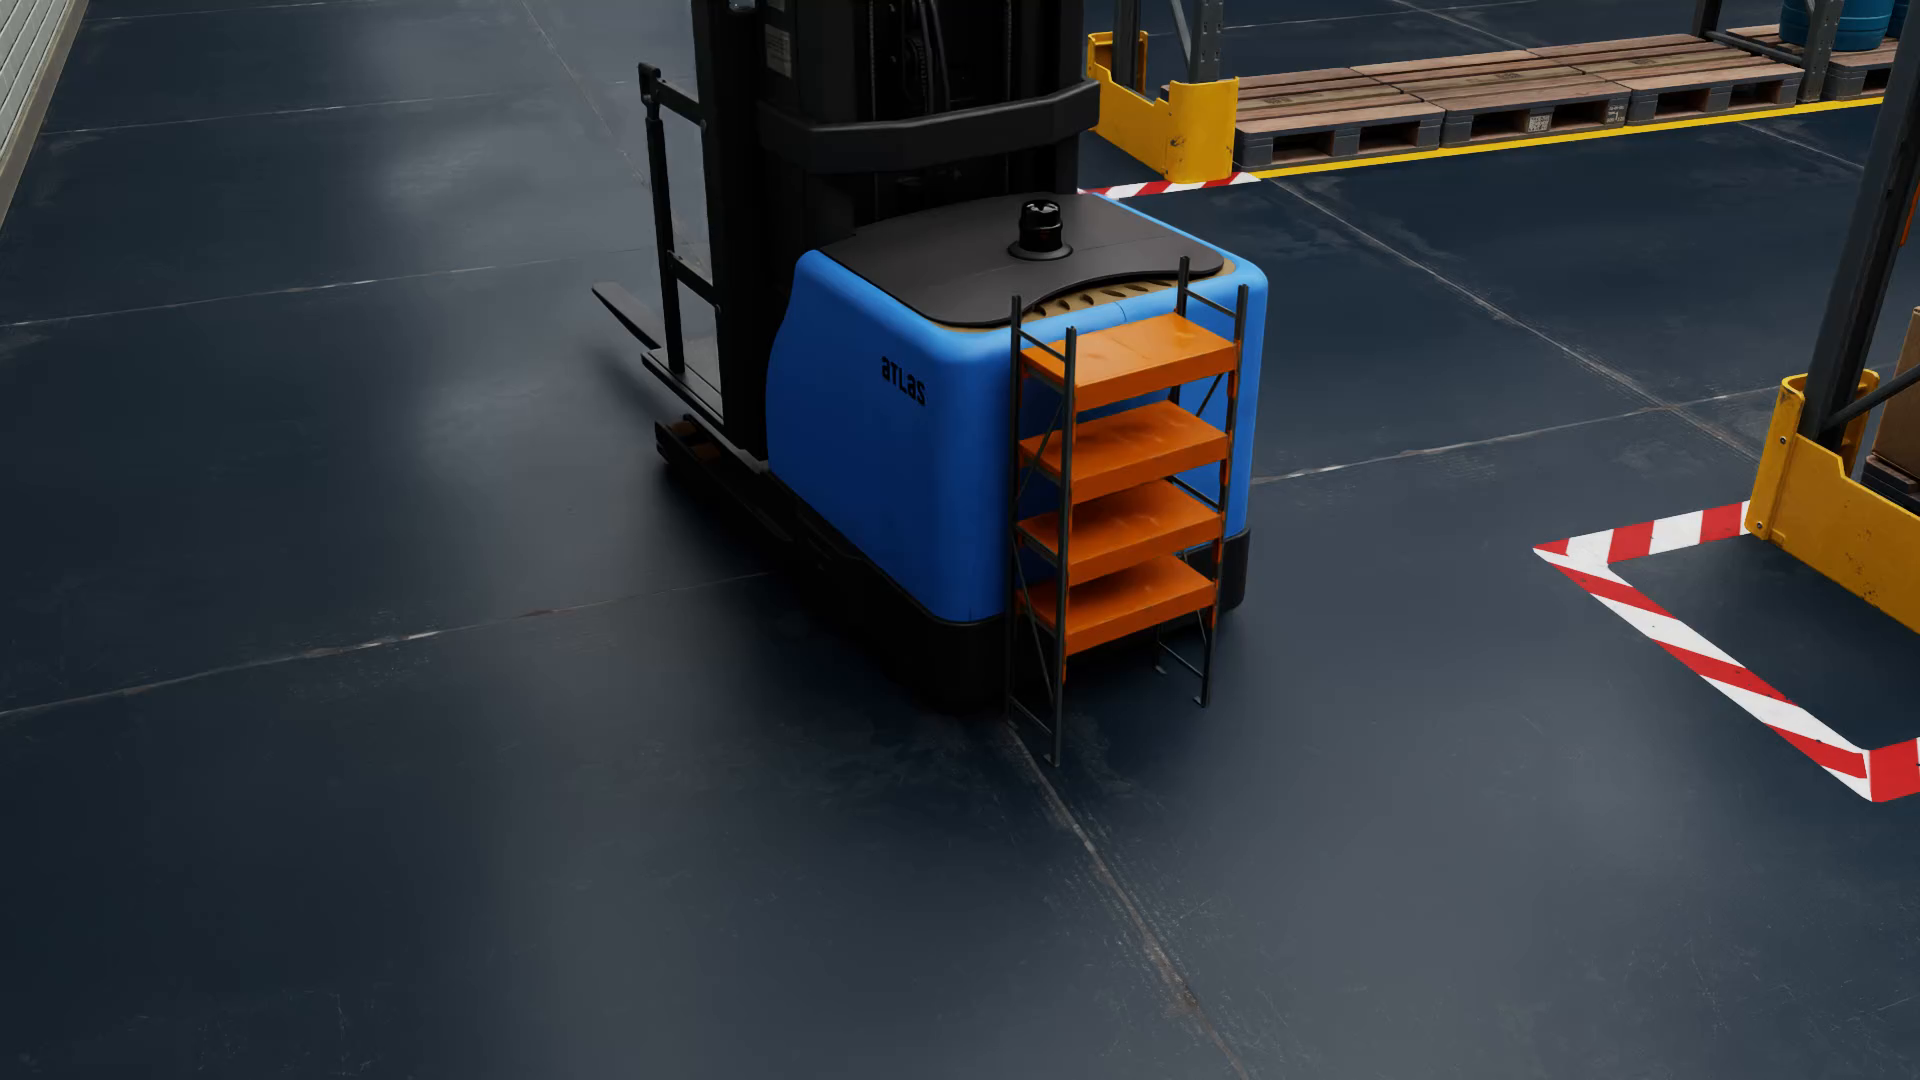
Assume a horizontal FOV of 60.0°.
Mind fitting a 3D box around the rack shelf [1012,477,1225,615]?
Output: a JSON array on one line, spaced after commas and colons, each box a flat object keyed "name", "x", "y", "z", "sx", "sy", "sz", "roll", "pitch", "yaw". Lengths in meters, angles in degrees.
[{"name": "rack shelf", "x": 0.393, "y": 0.003, "z": 4.167, "sx": 0.480, "sy": 0.148, "sz": 0.258, "roll": -17, "pitch": 34, "yaw": -27}]

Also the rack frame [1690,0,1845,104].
[{"name": "rack frame", "x": 4.811, "y": -4.094, "z": 9.405, "sx": 0.127, "sy": 3.000, "sz": 1.000, "roll": -10, "pitch": 31, "yaw": -18}]

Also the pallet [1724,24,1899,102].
[{"name": "pallet", "x": 5.548, "y": -2.996, "z": 10.296, "sx": 1.213, "sy": 0.211, "sz": 1.003, "roll": -10, "pitch": 31, "yaw": -18}]

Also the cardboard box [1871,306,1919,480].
[{"name": "cardboard box", "x": 3.209, "y": -0.418, "z": 5.034, "sx": 0.500, "sy": 0.500, "sz": 0.500, "roll": -10, "pitch": 31, "yaw": -18}]

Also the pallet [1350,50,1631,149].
[{"name": "pallet", "x": 2.990, "y": -2.525, "z": 9.468, "sx": 1.213, "sy": 0.211, "sz": 1.003, "roll": -10, "pitch": 31, "yaw": -18}]

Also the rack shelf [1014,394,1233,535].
[{"name": "rack shelf", "x": 0.394, "y": -0.191, "z": 4.056, "sx": 0.480, "sy": 0.148, "sz": 0.258, "roll": -17, "pitch": 34, "yaw": -27}]

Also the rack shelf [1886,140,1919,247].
[{"name": "rack shelf", "x": 4.660, "y": -1.137, "z": 4.943, "sx": 4.000, "sy": 0.370, "sz": 1.077, "roll": -10, "pitch": 31, "yaw": -18}]

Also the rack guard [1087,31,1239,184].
[{"name": "rack guard", "x": 1.044, "y": -2.307, "z": 8.794, "sx": 0.348, "sy": 0.500, "sz": 1.175, "roll": -10, "pitch": 31, "yaw": -18}]

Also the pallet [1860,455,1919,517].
[{"name": "pallet", "x": 3.604, "y": -0.044, "z": 5.114, "sx": 1.213, "sy": 0.211, "sz": 1.003, "roll": -10, "pitch": 31, "yaw": -18}]

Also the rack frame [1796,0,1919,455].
[{"name": "rack frame", "x": 2.786, "y": -1.105, "z": 4.159, "sx": 0.127, "sy": 3.000, "sz": 1.000, "roll": -10, "pitch": 31, "yaw": -18}]

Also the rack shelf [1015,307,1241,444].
[{"name": "rack shelf", "x": 0.394, "y": -0.396, "z": 3.938, "sx": 0.480, "sy": 0.148, "sz": 0.258, "roll": -17, "pitch": 34, "yaw": -27}]

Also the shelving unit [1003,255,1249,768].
[{"name": "shelving unit", "x": 0.393, "y": -0.055, "z": 4.134, "sx": 0.503, "sy": 1.200, "sz": 0.258, "roll": -17, "pitch": 34, "yaw": -27}]

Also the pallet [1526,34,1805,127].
[{"name": "pallet", "x": 4.135, "y": -2.737, "z": 9.841, "sx": 1.213, "sy": 0.211, "sz": 1.003, "roll": -10, "pitch": 31, "yaw": -18}]

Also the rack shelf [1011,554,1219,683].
[{"name": "rack shelf", "x": 0.393, "y": 0.175, "z": 4.266, "sx": 0.480, "sy": 0.148, "sz": 0.258, "roll": -17, "pitch": 34, "yaw": -27}]

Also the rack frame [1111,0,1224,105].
[{"name": "rack frame", "x": 1.062, "y": -3.403, "z": 8.194, "sx": 0.127, "sy": 3.000, "sz": 1.000, "roll": -10, "pitch": 31, "yaw": -18}]

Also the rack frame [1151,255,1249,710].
[{"name": "rack frame", "x": 0.601, "y": -0.119, "z": 4.245, "sx": 0.015, "sy": 1.200, "sz": 0.240, "roll": -17, "pitch": 34, "yaw": -27}]

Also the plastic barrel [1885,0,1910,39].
[{"name": "plastic barrel", "x": 5.990, "y": -3.573, "z": 10.186, "sx": 0.708, "sy": 0.901, "sz": 0.600, "roll": -10, "pitch": 31, "yaw": -18}]

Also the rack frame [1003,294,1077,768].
[{"name": "rack frame", "x": 0.186, "y": 0.008, "z": 4.022, "sx": 0.015, "sy": 1.200, "sz": 0.240, "roll": -17, "pitch": 34, "yaw": -27}]

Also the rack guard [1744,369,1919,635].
[{"name": "rack guard", "x": 2.857, "y": -0.032, "z": 4.800, "sx": 0.348, "sy": 0.500, "sz": 1.175, "roll": -10, "pitch": 31, "yaw": -18}]

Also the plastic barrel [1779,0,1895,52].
[{"name": "plastic barrel", "x": 5.327, "y": -3.451, "z": 9.972, "sx": 0.708, "sy": 0.901, "sz": 0.600, "roll": -10, "pitch": 31, "yaw": -18}]

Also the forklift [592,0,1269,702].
[{"name": "forklift", "x": -0.377, "y": -1.540, "z": 4.991, "sx": 1.130, "sy": 2.935, "sz": 3.031, "roll": -17, "pitch": 34, "yaw": -27}]

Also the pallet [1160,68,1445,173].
[{"name": "pallet", "x": 1.848, "y": -2.316, "z": 9.102, "sx": 1.213, "sy": 0.211, "sz": 1.003, "roll": -10, "pitch": 31, "yaw": -18}]
